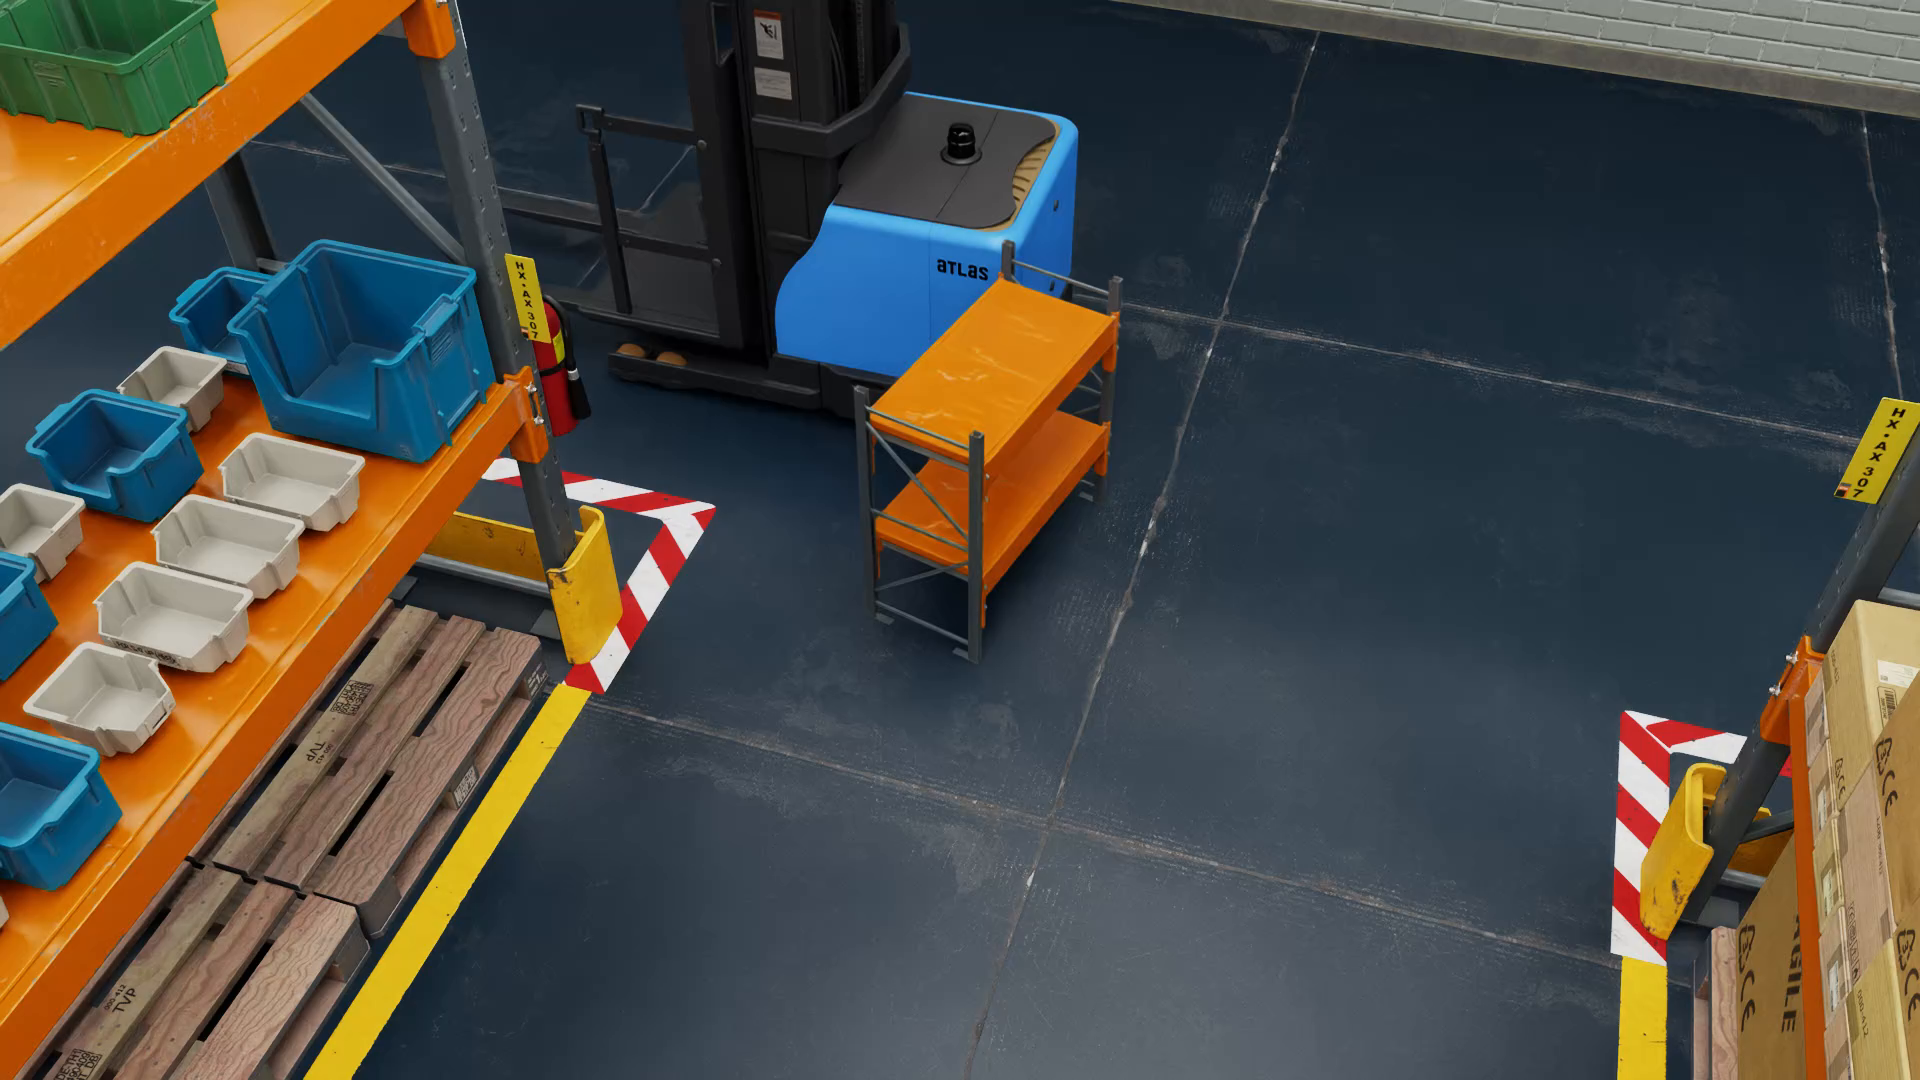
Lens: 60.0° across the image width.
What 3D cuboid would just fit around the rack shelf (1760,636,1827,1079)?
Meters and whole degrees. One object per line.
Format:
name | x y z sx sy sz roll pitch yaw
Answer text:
rack shelf | 2.218 1.830 3.250 1.077 0.370 4.000 13 46 13

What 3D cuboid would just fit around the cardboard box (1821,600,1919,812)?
cardboard box | 2.421 0.449 4.041 0.500 0.250 0.500 11 46 11

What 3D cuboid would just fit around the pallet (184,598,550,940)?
pallet | -2.183 0.728 5.855 1.003 0.211 1.213 13 46 13

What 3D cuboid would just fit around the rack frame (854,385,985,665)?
rack frame | -0.141 -0.031 5.977 0.500 1.125 0.032 23 49 21

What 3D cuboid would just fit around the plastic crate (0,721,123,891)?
plastic crate | -2.274 0.652 4.016 0.416 0.233 0.300 13 46 13

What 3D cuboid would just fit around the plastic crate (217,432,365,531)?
plastic crate | -1.971 -0.155 4.909 0.396 0.136 0.243 13 46 13

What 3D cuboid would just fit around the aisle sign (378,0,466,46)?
aisle sign | -1.596 -1.725 4.509 0.394 0.787 0.004 13 46 13

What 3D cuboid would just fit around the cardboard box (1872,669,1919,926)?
cardboard box | 2.270 0.515 3.438 0.500 0.500 0.500 12 46 12

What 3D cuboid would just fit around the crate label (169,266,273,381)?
crate label | -2.285 -0.677 5.373 0.416 0.233 0.303 13 46 13

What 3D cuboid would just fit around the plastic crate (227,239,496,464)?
plastic crate | -1.820 -0.581 5.131 0.616 0.435 0.499 13 46 13

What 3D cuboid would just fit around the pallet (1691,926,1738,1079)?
pallet | 2.656 1.786 4.774 1.003 0.211 1.213 13 46 13

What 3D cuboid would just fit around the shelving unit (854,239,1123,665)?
shelving unit | 0.120 -0.336 6.289 0.538 1.125 1.048 23 49 21

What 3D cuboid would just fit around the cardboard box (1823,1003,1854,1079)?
cardboard box | 2.092 1.181 3.578 0.380 0.149 0.250 12 46 12

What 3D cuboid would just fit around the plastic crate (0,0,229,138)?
plastic crate | -1.923 -1.088 3.724 0.450 0.188 0.336 13 46 13

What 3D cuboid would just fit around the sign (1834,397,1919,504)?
sign | 2.297 -0.220 4.154 0.100 0.325 0.005 13 46 13

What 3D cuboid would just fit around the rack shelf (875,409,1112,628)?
rack shelf | 0.120 -0.161 6.460 0.538 0.278 1.000 23 49 21

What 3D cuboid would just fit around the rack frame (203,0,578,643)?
rack frame | -1.897 -0.810 5.433 1.000 3.000 0.127 13 46 13

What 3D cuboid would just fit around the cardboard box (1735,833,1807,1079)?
cardboard box | 2.706 1.292 4.504 0.875 0.875 0.875 13 46 13

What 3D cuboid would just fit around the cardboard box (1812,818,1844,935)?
cardboard box | 2.248 0.838 3.929 0.380 0.149 0.250 12 46 12

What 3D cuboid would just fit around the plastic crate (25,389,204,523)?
plastic crate | -2.485 -0.238 4.925 0.416 0.233 0.300 13 46 13

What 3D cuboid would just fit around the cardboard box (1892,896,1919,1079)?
cardboard box | 2.118 0.861 3.084 0.500 0.500 0.500 11 46 11

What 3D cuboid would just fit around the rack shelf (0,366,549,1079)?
rack shelf | -2.502 0.780 4.322 1.077 0.370 4.000 13 46 13

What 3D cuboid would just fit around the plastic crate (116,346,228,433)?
plastic crate | -2.461 -0.446 5.207 0.250 0.136 0.298 13 46 13

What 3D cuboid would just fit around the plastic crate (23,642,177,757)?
plastic crate | -2.206 0.427 4.314 0.298 0.136 0.250 13 46 13

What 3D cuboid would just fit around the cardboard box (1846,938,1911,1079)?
cardboard box | 2.114 1.131 3.344 0.500 0.250 0.500 11 45 11

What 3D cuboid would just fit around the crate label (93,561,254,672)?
crate label | -2.134 0.226 4.520 0.396 0.136 0.243 13 46 13

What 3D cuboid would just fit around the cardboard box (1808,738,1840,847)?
cardboard box | 2.325 0.667 4.103 0.380 0.149 0.250 12 46 12

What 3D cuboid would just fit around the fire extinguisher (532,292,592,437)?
fire extinguisher | -1.418 -0.653 5.595 0.296 0.674 0.183 13 46 13

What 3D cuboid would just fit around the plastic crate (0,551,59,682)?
plastic crate | -2.684 0.201 4.477 0.416 0.233 0.300 13 46 13

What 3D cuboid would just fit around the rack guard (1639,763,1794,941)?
rack guard | 2.831 1.117 5.251 1.175 0.500 0.348 13 46 13

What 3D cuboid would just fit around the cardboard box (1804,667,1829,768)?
cardboard box | 2.402 0.496 4.278 0.380 0.149 0.250 13 46 13

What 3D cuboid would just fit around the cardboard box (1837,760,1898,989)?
cardboard box | 2.270 0.797 3.685 0.500 0.250 0.500 12 46 12

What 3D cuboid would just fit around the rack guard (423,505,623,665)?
rack guard | -1.902 0.065 6.326 1.175 0.500 0.348 13 46 13

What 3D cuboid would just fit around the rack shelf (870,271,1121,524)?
rack shelf | 0.120 -0.545 6.084 0.538 0.278 1.000 23 49 21

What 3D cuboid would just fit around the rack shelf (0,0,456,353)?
rack shelf | -2.502 -0.292 3.273 1.077 0.370 4.000 13 46 13

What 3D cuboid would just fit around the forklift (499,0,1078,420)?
forklift | -1.060 -2.061 6.760 3.031 2.935 1.130 12 46 12

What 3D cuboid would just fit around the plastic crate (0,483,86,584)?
plastic crate | -2.667 0.006 4.744 0.250 0.136 0.298 13 46 13

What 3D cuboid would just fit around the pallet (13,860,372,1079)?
pallet | -2.555 1.539 5.026 1.003 0.211 1.213 13 46 13

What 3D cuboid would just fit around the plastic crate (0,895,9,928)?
plastic crate | -2.470 0.899 3.729 0.437 0.282 0.530 13 46 13

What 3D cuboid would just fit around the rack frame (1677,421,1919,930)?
rack frame | 2.824 0.239 4.361 1.000 3.000 0.127 13 46 13

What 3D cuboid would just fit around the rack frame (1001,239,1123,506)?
rack frame | 0.380 -0.641 6.601 0.500 1.125 0.032 23 49 21

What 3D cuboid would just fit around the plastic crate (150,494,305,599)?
plastic crate | -2.073 0.035 4.715 0.396 0.136 0.243 13 46 13

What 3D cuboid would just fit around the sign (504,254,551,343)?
sign | -1.368 -0.762 5.268 0.100 0.325 0.005 13 46 13

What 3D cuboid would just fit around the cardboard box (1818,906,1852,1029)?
cardboard box | 2.170 1.012 3.751 0.380 0.149 0.250 12 46 12
